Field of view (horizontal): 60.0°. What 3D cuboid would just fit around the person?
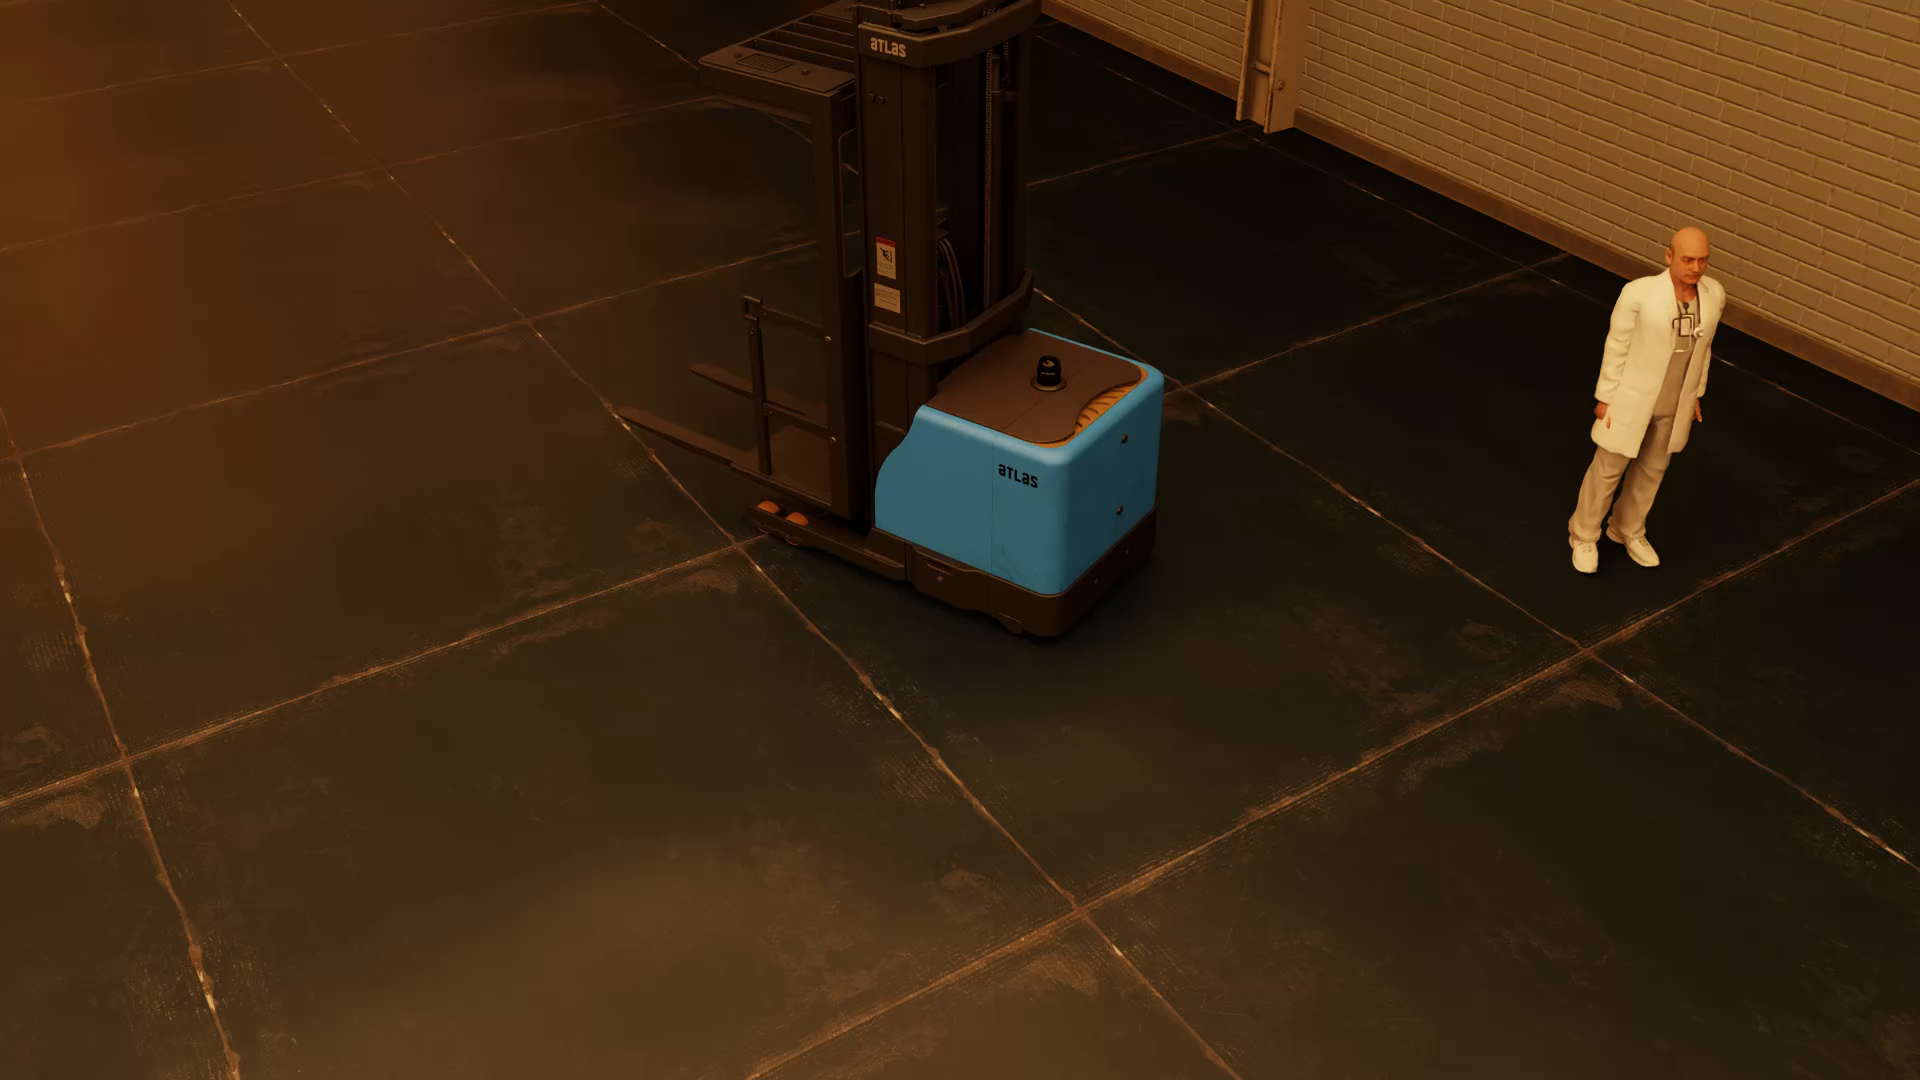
[{"bbox_3d":[3.377,-0.663,8.092,0.548,1.782,0.386,-5,35,-7],"label":"person"}]

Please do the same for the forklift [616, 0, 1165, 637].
[{"bbox_3d":[-0.500,-1.399,8.138,3.031,2.935,1.130,22,41,28],"label":"forklift"}]
